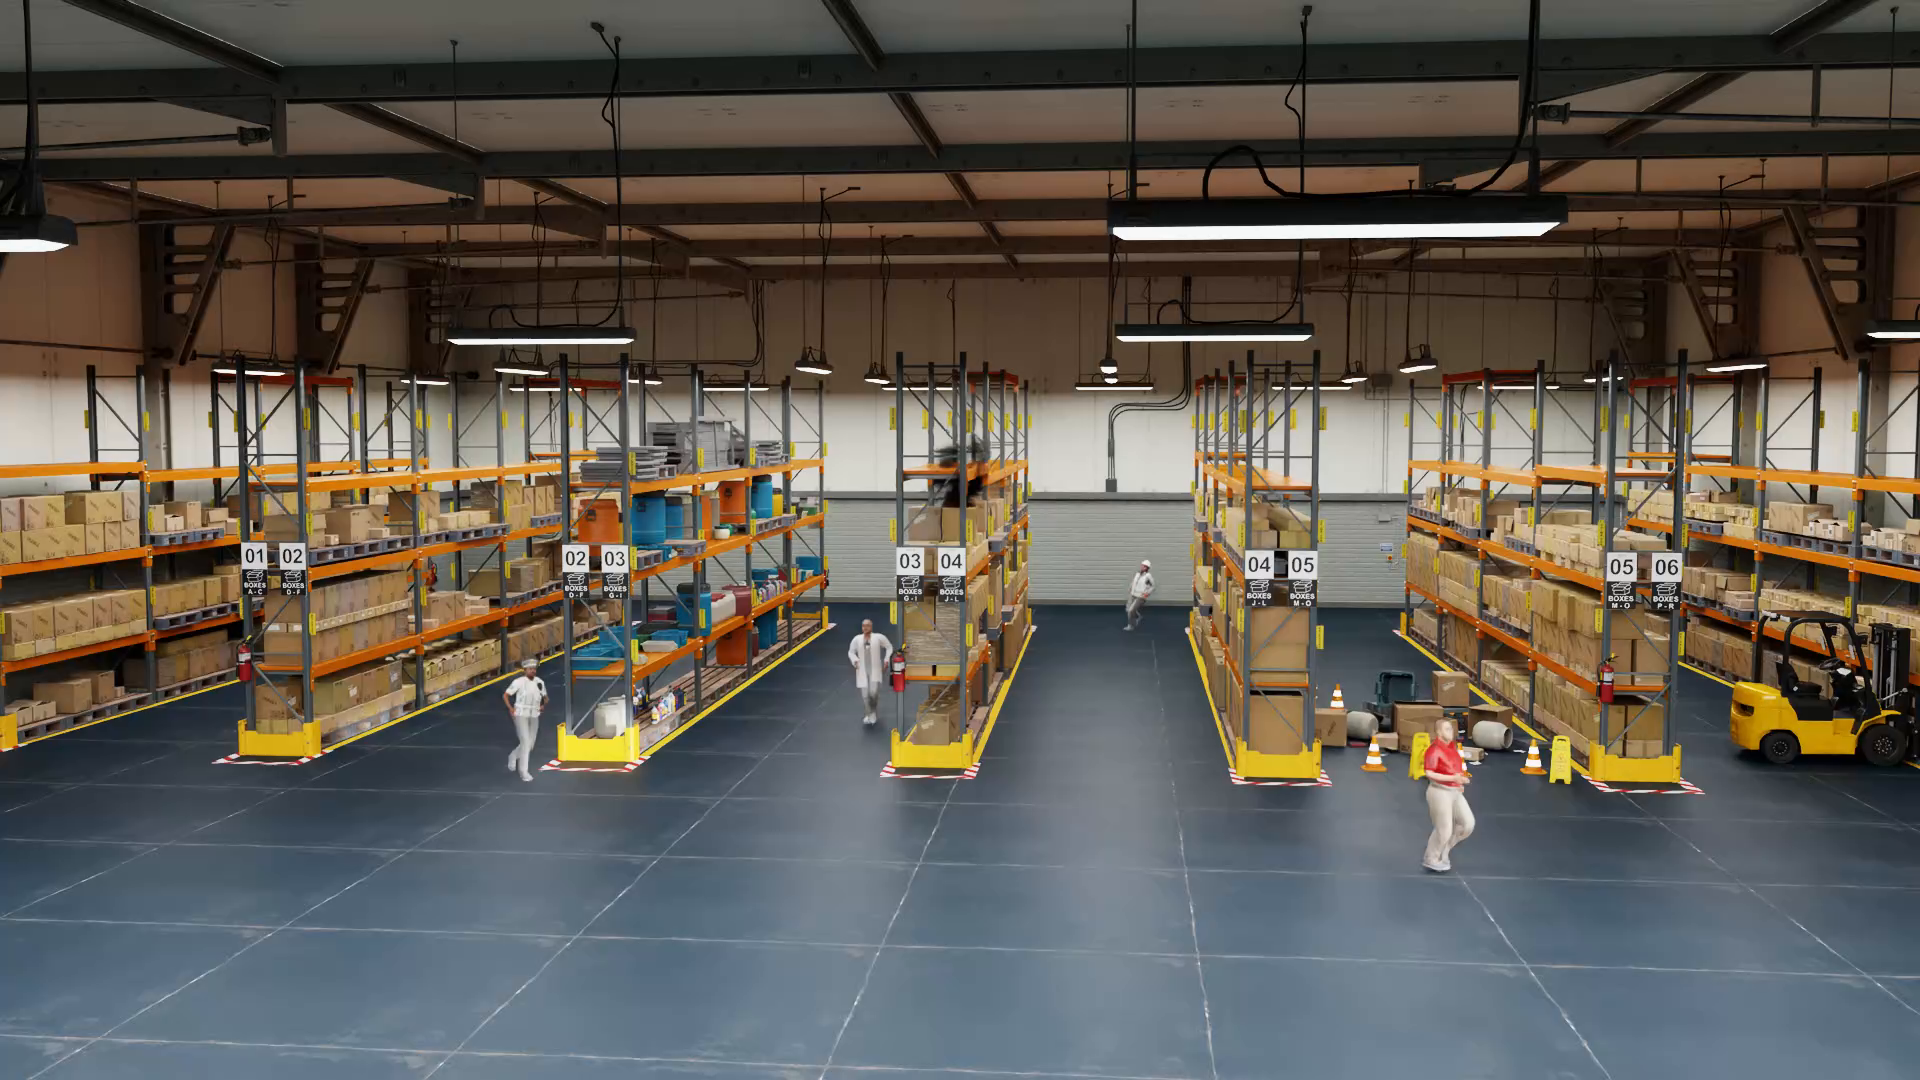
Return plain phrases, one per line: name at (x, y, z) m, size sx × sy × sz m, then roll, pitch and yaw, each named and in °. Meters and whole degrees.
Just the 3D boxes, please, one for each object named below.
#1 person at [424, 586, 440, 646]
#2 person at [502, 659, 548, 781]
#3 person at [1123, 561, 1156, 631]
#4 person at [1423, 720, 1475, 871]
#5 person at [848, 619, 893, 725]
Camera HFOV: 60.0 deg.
person at (-11.091, 1.734, 34.739) m, size 0.545 × 1.574 × 0.857 m, roll 0°, pitch 4°, yaw 1°
person at (-6.124, 2.511, 23.507) m, size 0.673 × 1.675 × 0.702 m, roll -4°, pitch 6°, yaw -43°
person at (4.264, 1.334, 39.719) m, size 0.635 × 1.687 × 0.717 m, roll -3°, pitch 5°, yaw -35°
person at (5.436, 2.847, 18.420) m, size 0.648 × 1.708 × 0.621 m, roll -4°, pitch 5°, yaw -41°
person at (-1.499, 2.180, 27.435) m, size 0.722 × 1.735 × 0.668 m, roll 1°, pitch 4°, yaw 7°
